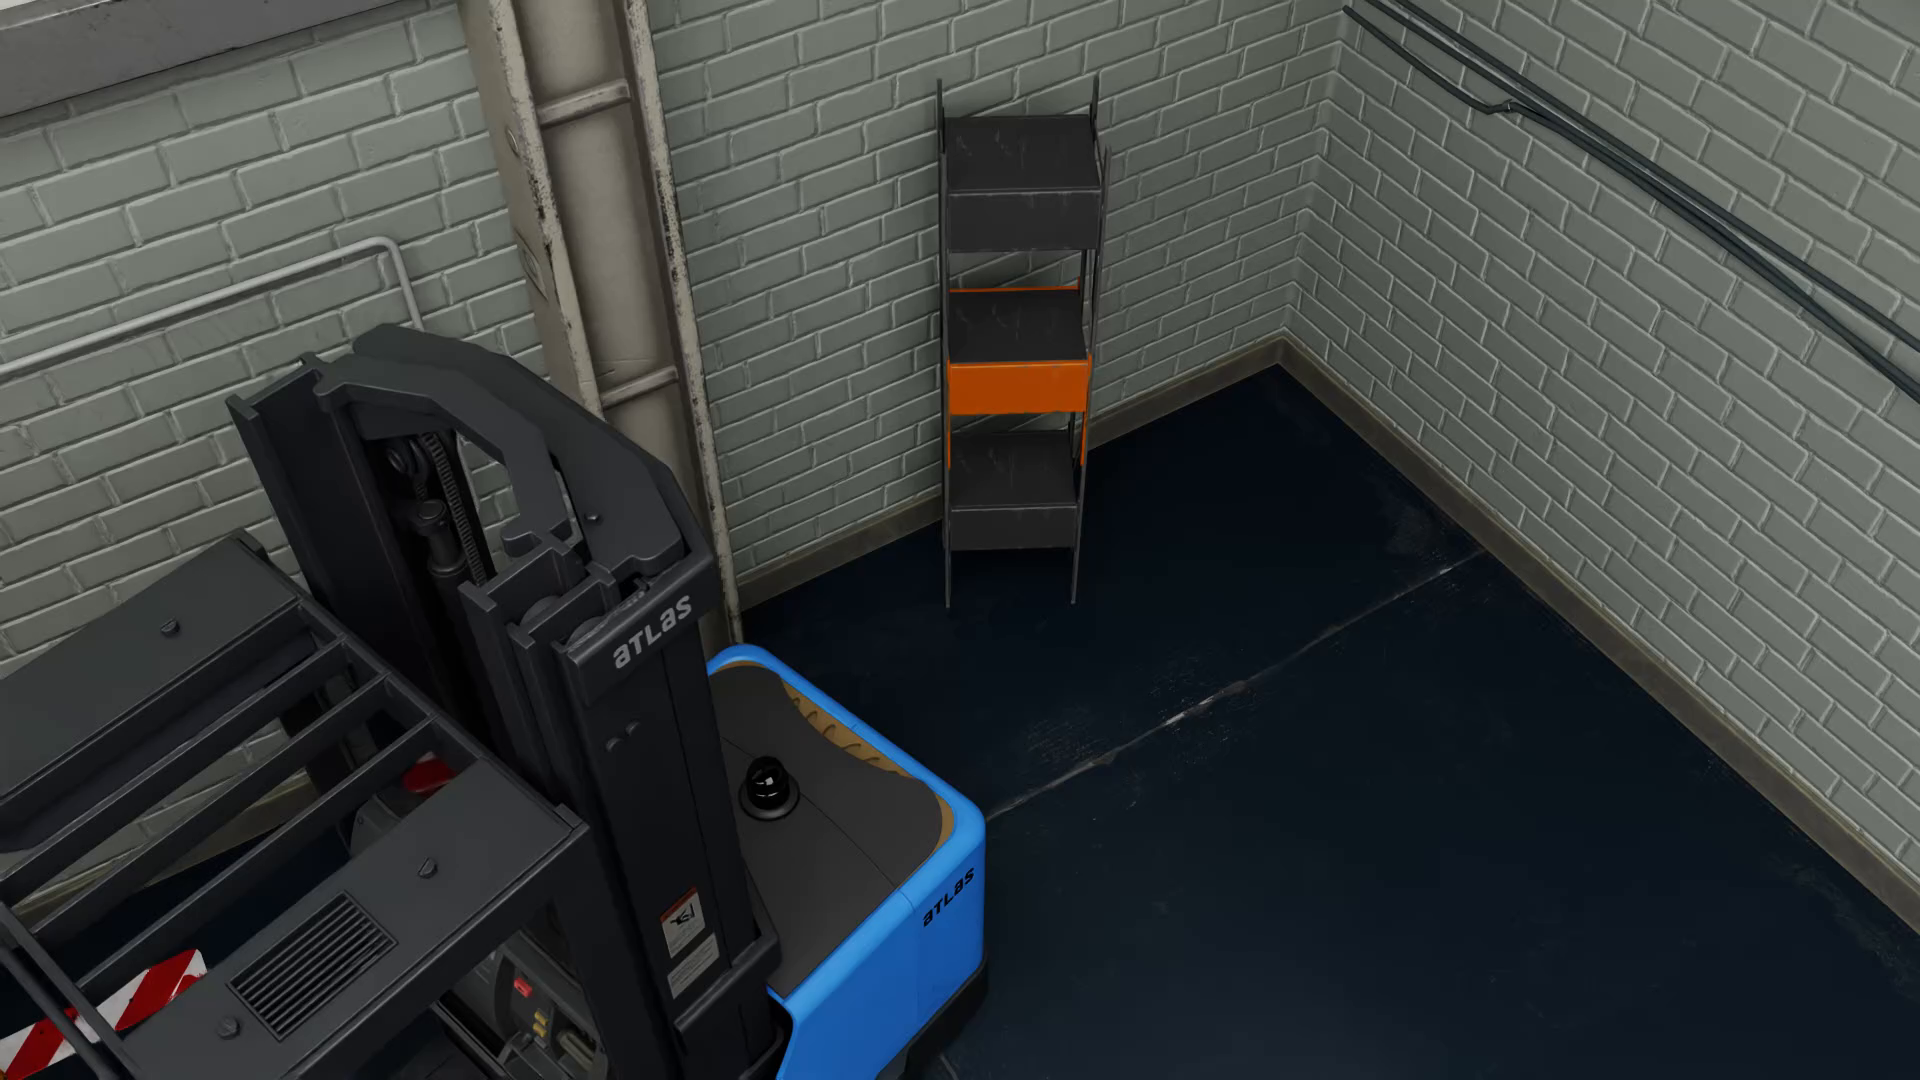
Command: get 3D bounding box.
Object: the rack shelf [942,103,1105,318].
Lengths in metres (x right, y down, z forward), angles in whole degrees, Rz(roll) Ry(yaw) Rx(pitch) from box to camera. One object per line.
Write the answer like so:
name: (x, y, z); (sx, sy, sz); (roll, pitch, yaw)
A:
rack shelf: (0.188, -1.047, 5.302); (0.480, 0.518, 0.431); (-2, 48, -2)

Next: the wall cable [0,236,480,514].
wall cable: (-2.280, -0.351, 4.319); (1.851, 1.984, 0.084); (-25, 53, -21)

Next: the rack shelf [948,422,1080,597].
rack shelf: (0.188, -0.116, 6.348); (0.480, 0.518, 0.431); (-2, 48, -2)

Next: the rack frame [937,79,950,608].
rack frame: (-0.056, -0.583, 5.808); (0.015, 2.100, 0.400); (-2, 48, -2)

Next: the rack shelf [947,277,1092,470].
rack shelf: (0.188, -0.581, 5.825); (0.480, 0.518, 0.431); (-2, 48, -2)

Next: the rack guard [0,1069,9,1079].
rack guard: (-2.838, 1.916, 4.654); (0.348, 0.500, 1.175); (-25, 53, -21)

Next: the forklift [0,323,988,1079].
forklift: (-1.258, 1.093, 3.759); (1.130, 2.935, 3.031); (33, 56, 26)

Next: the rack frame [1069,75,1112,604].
rack frame: (0.432, -0.598, 5.822); (0.015, 2.100, 0.400); (-2, 48, -2)

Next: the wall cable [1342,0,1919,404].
wall cable: (2.116, -1.896, 4.437); (0.112, 2.526, 3.097); (-25, 53, -21)

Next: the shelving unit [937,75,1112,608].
shelving unit: (0.188, -0.590, 5.815); (0.503, 2.100, 0.431); (-2, 48, -2)

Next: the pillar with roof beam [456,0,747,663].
pillar with roof beam: (1.260, 0.196, 0.495); (0.400, 9.000, 9.100); (-25, 53, -21)
